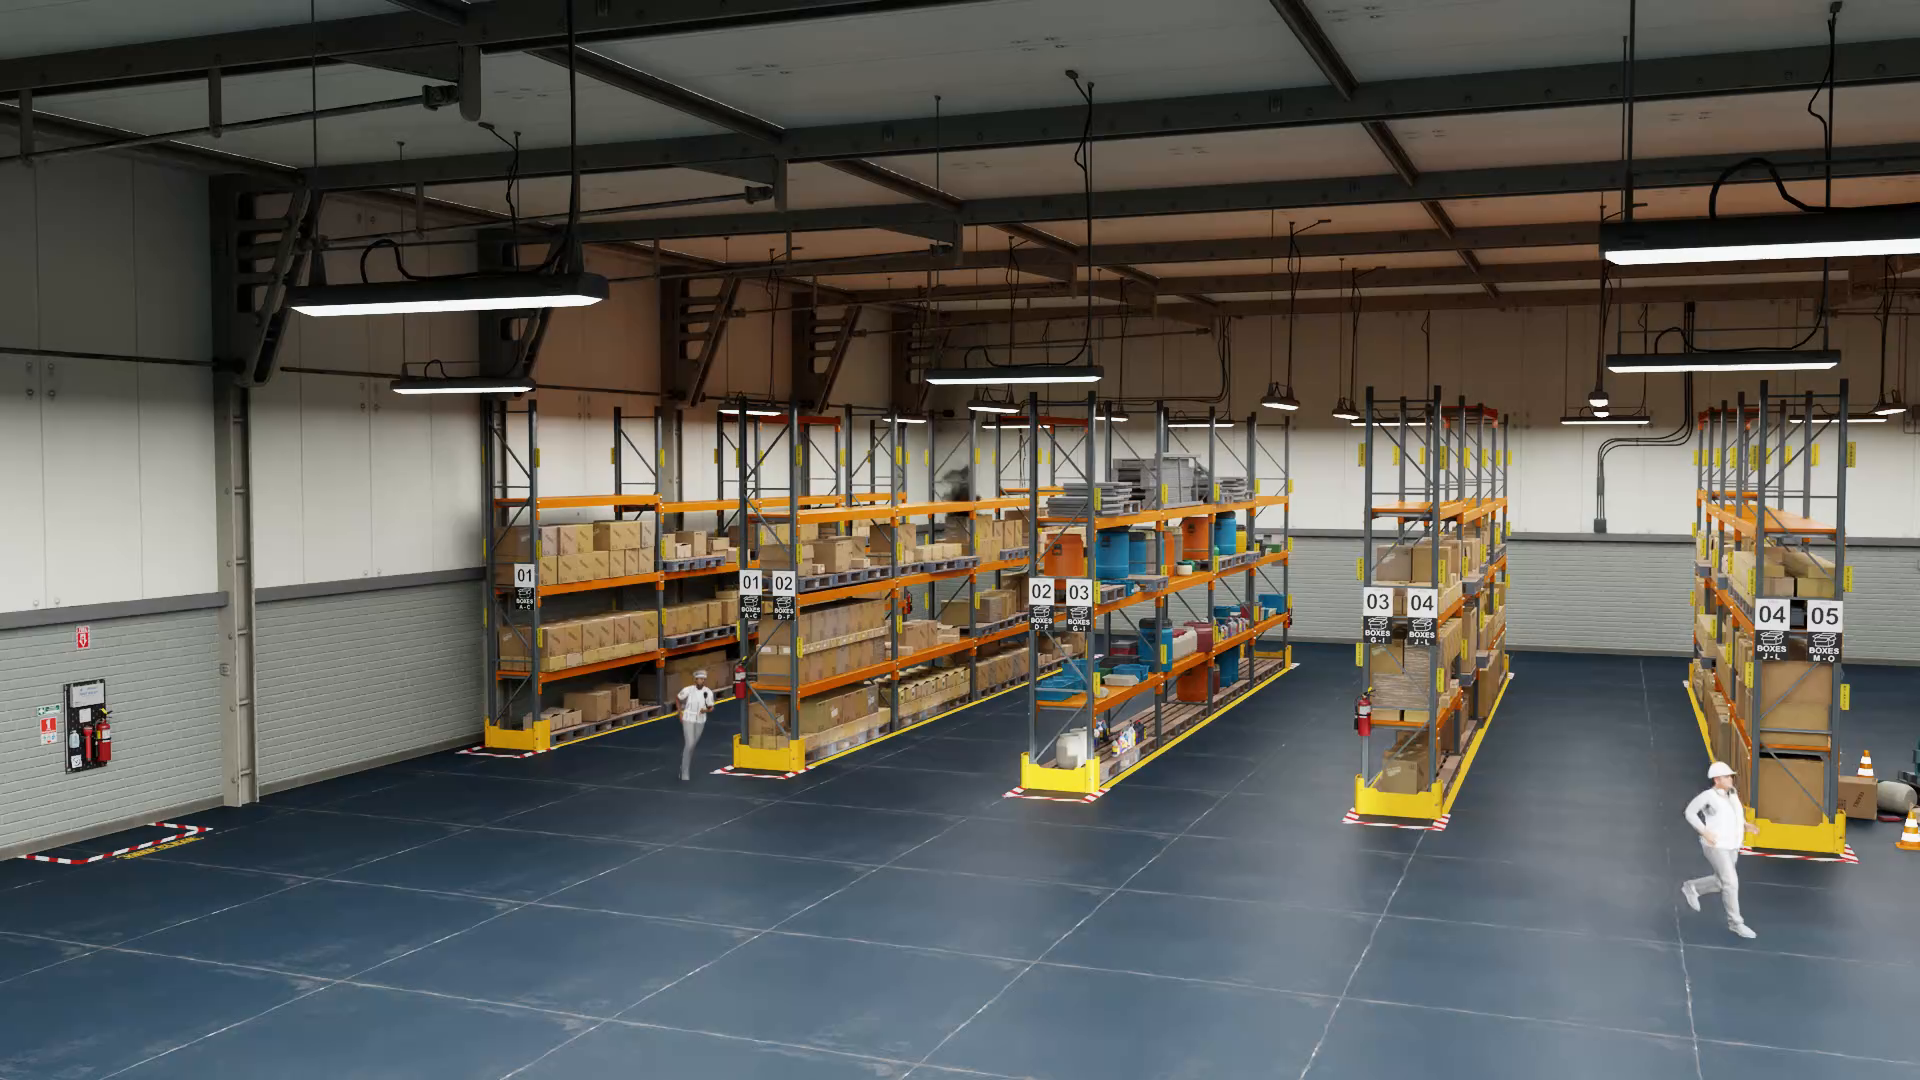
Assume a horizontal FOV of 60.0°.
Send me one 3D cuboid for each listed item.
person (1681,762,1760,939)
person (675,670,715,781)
[{"bbox_3d":[8.070,3.249,17.687,0.659,1.778,0.928,-2,3,-31],"label":"person"},{"bbox_3d":[-4.176,2.890,26.143,0.597,1.710,0.704,-1,3,-27],"label":"person"}]
